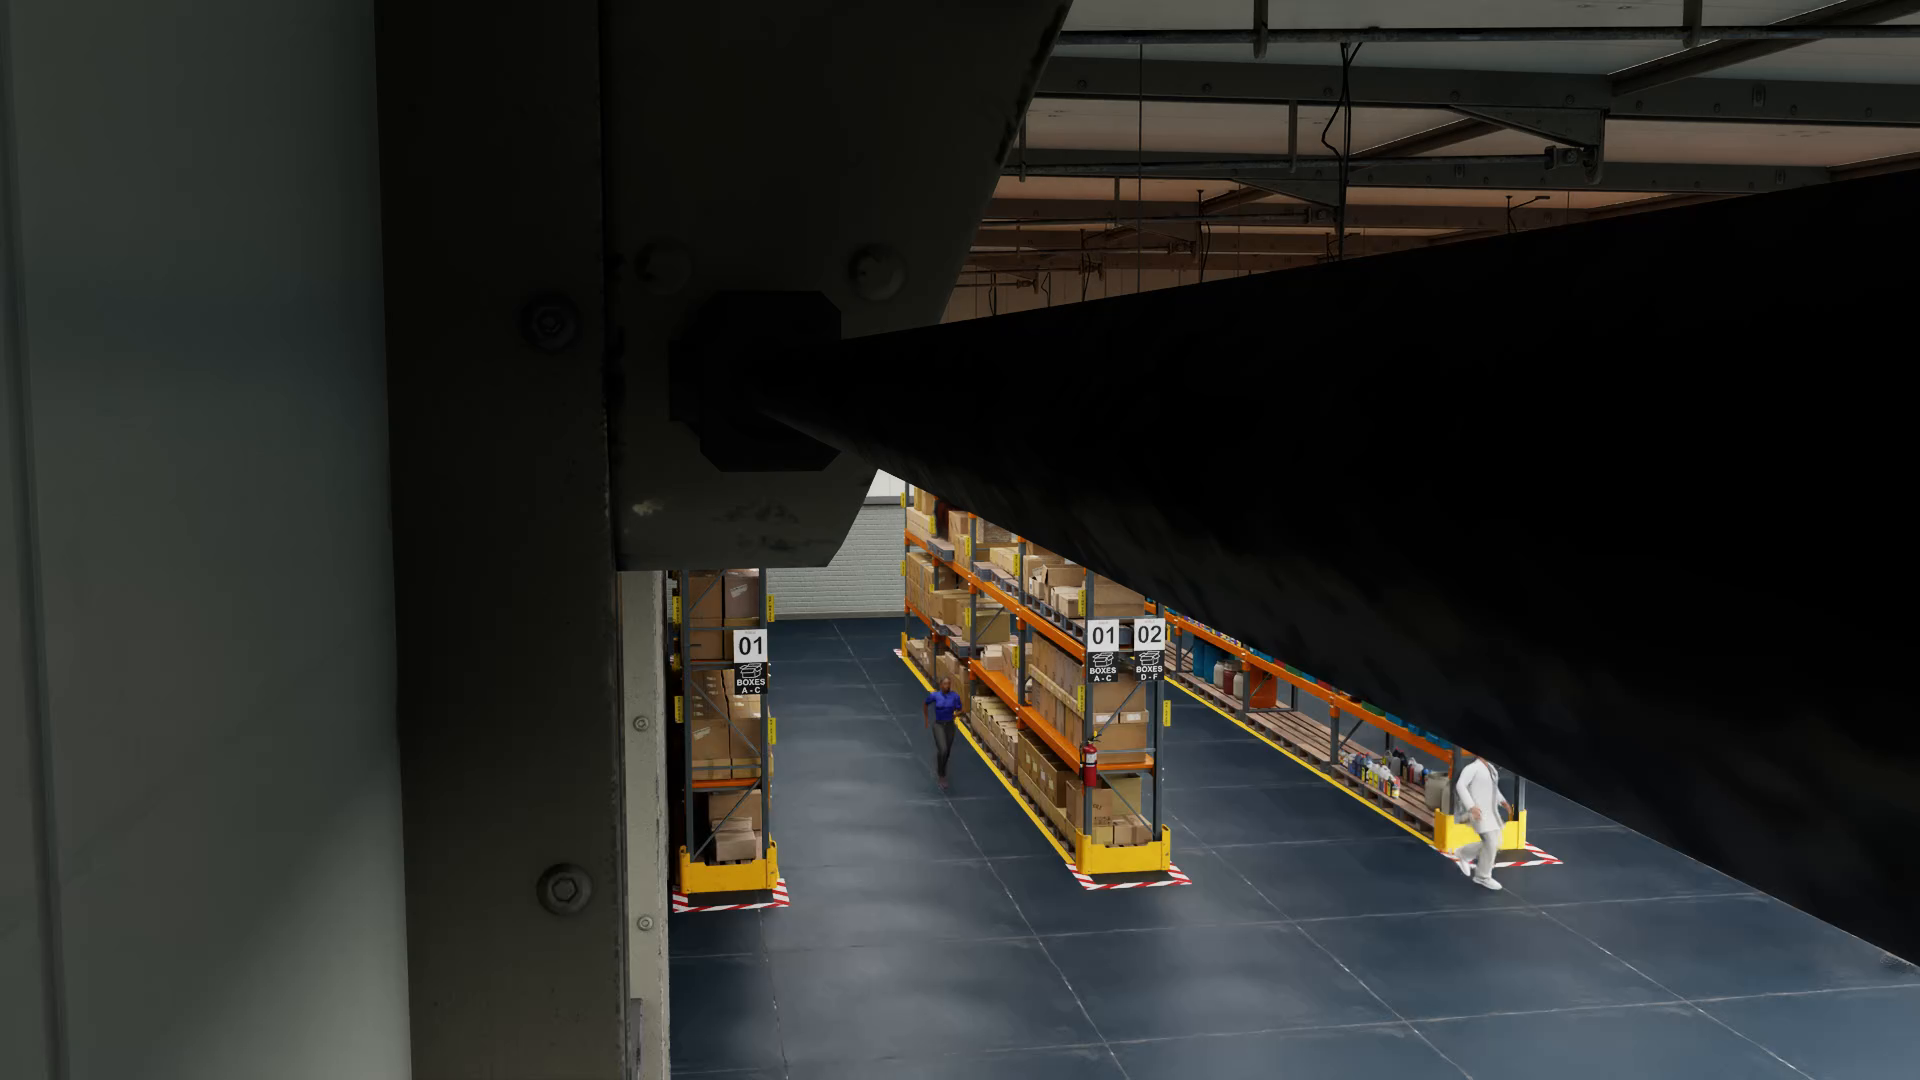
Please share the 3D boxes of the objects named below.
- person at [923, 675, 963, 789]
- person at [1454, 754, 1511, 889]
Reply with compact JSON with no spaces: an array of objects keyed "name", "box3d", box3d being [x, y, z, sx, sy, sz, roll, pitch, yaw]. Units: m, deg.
[{"name":"person","box3d":[-0.238,2.906,25.247,0.537,1.698,0.813,-2,6,-19]},{"name":"person","box3d":[6.444,3.364,20.487,0.770,1.737,0.688,-6,8,-44]}]
